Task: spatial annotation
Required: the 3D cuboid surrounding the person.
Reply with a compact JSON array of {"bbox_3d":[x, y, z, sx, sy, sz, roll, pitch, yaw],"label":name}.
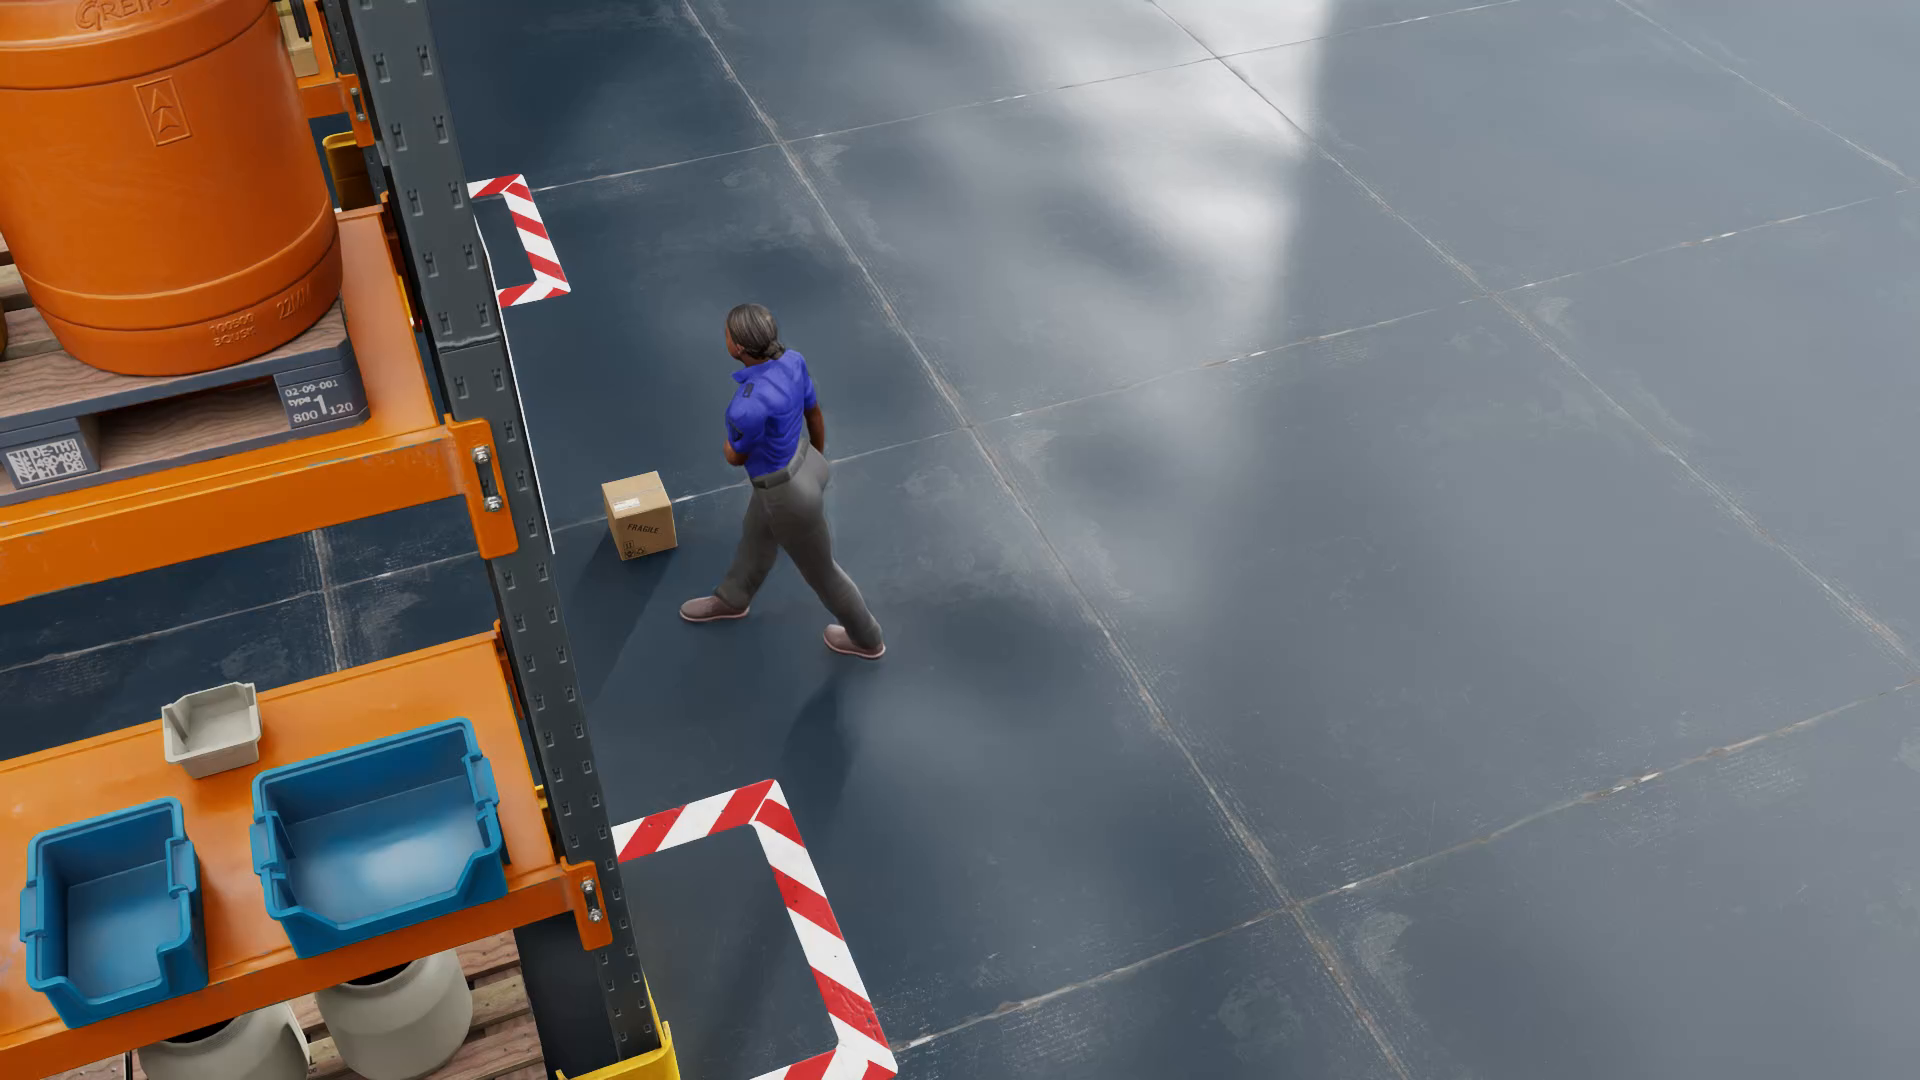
[{"bbox_3d":[-0.853,-0.247,6.451,0.984,1.599,0.446,6,42,7],"label":"person"}]
